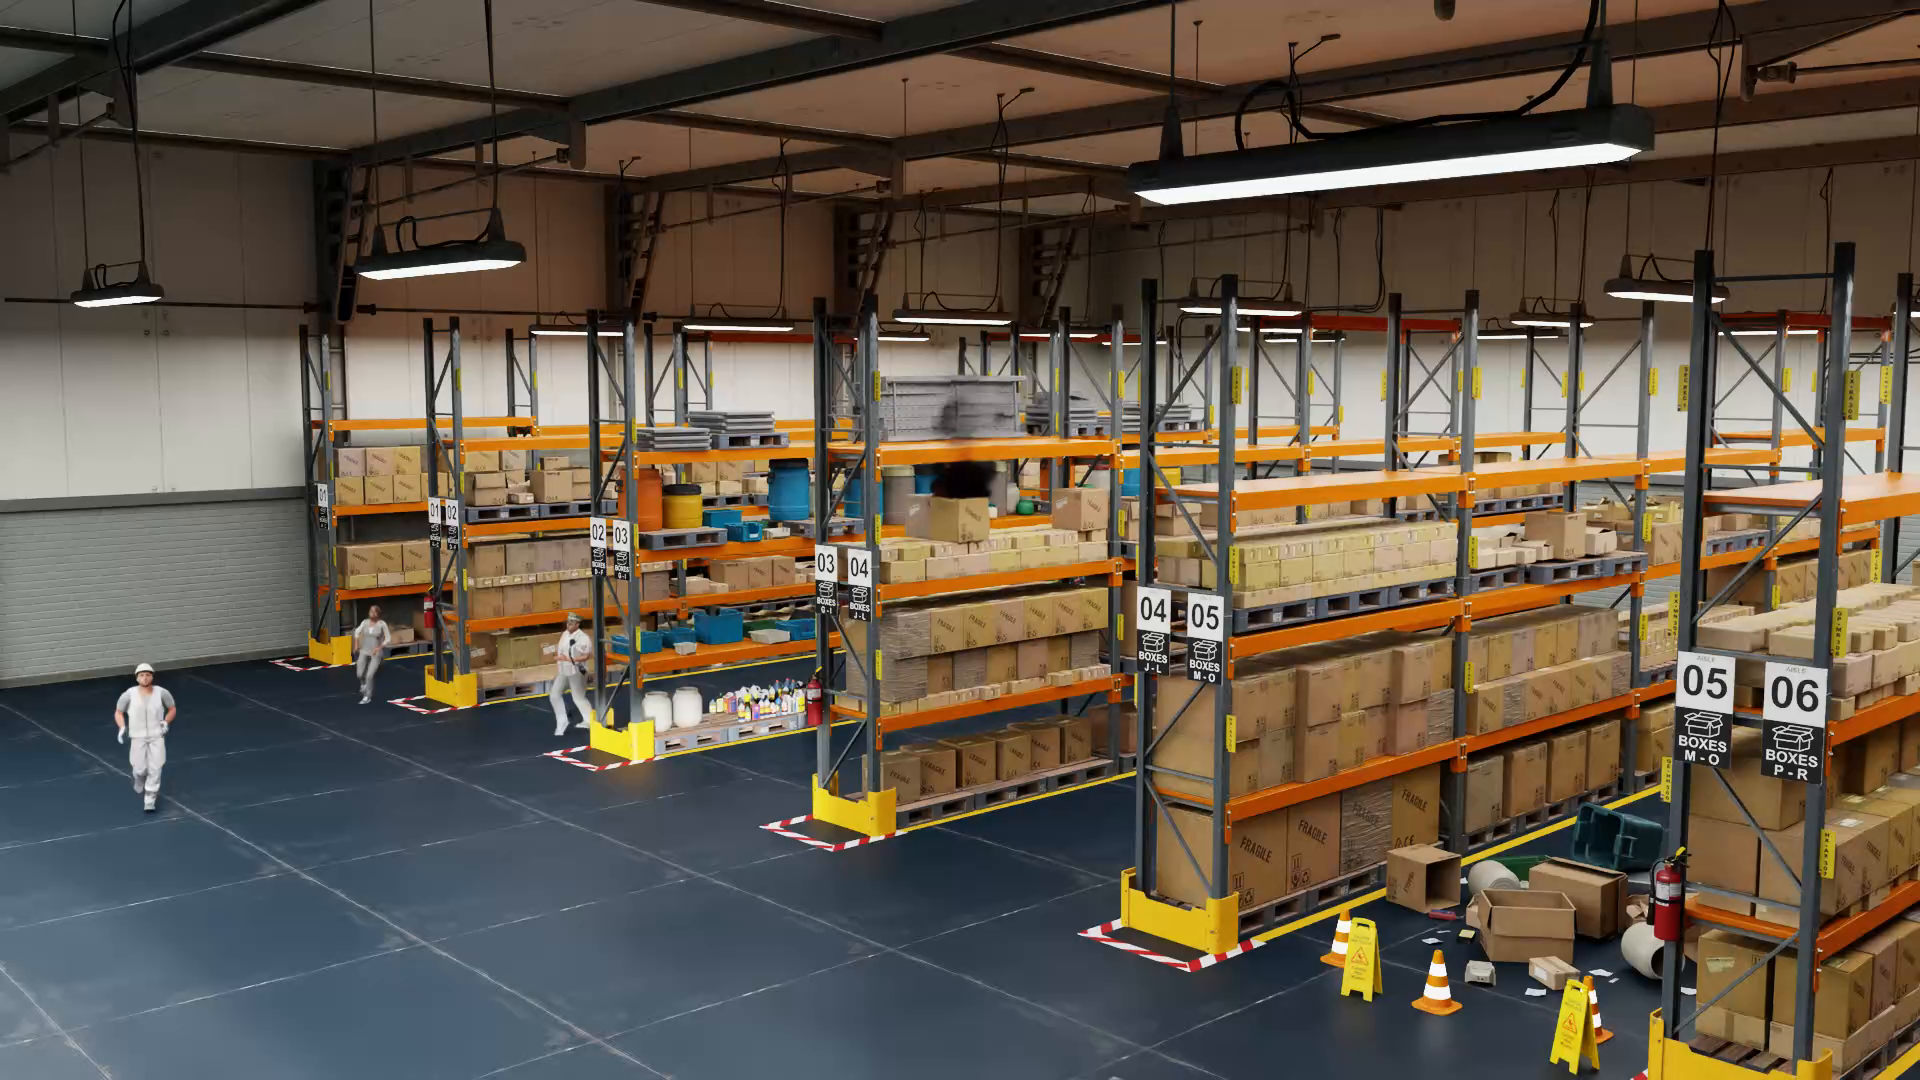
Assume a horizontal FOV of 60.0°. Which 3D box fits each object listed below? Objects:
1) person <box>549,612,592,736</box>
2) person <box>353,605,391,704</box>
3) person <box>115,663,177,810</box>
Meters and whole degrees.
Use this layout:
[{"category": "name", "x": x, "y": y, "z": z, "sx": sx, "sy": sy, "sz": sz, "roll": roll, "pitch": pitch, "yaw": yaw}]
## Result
[{"category": "person", "x": -5.488, "y": 1.921, "z": 23.743, "sx": 0.643, "sy": 1.842, "sz": 0.738, "roll": 4, "pitch": 7, "yaw": 32}, {"category": "person", "x": -9.185, "y": 1.791, "z": 25.976, "sx": 0.595, "sy": 1.539, "sz": 0.495, "roll": -1, "pitch": 6, "yaw": -6}, {"category": "person", "x": -9.604, "y": 2.323, "z": 19.662, "sx": 0.656, "sy": 1.743, "sz": 0.603, "roll": -3, "pitch": 7, "yaw": -29}]
